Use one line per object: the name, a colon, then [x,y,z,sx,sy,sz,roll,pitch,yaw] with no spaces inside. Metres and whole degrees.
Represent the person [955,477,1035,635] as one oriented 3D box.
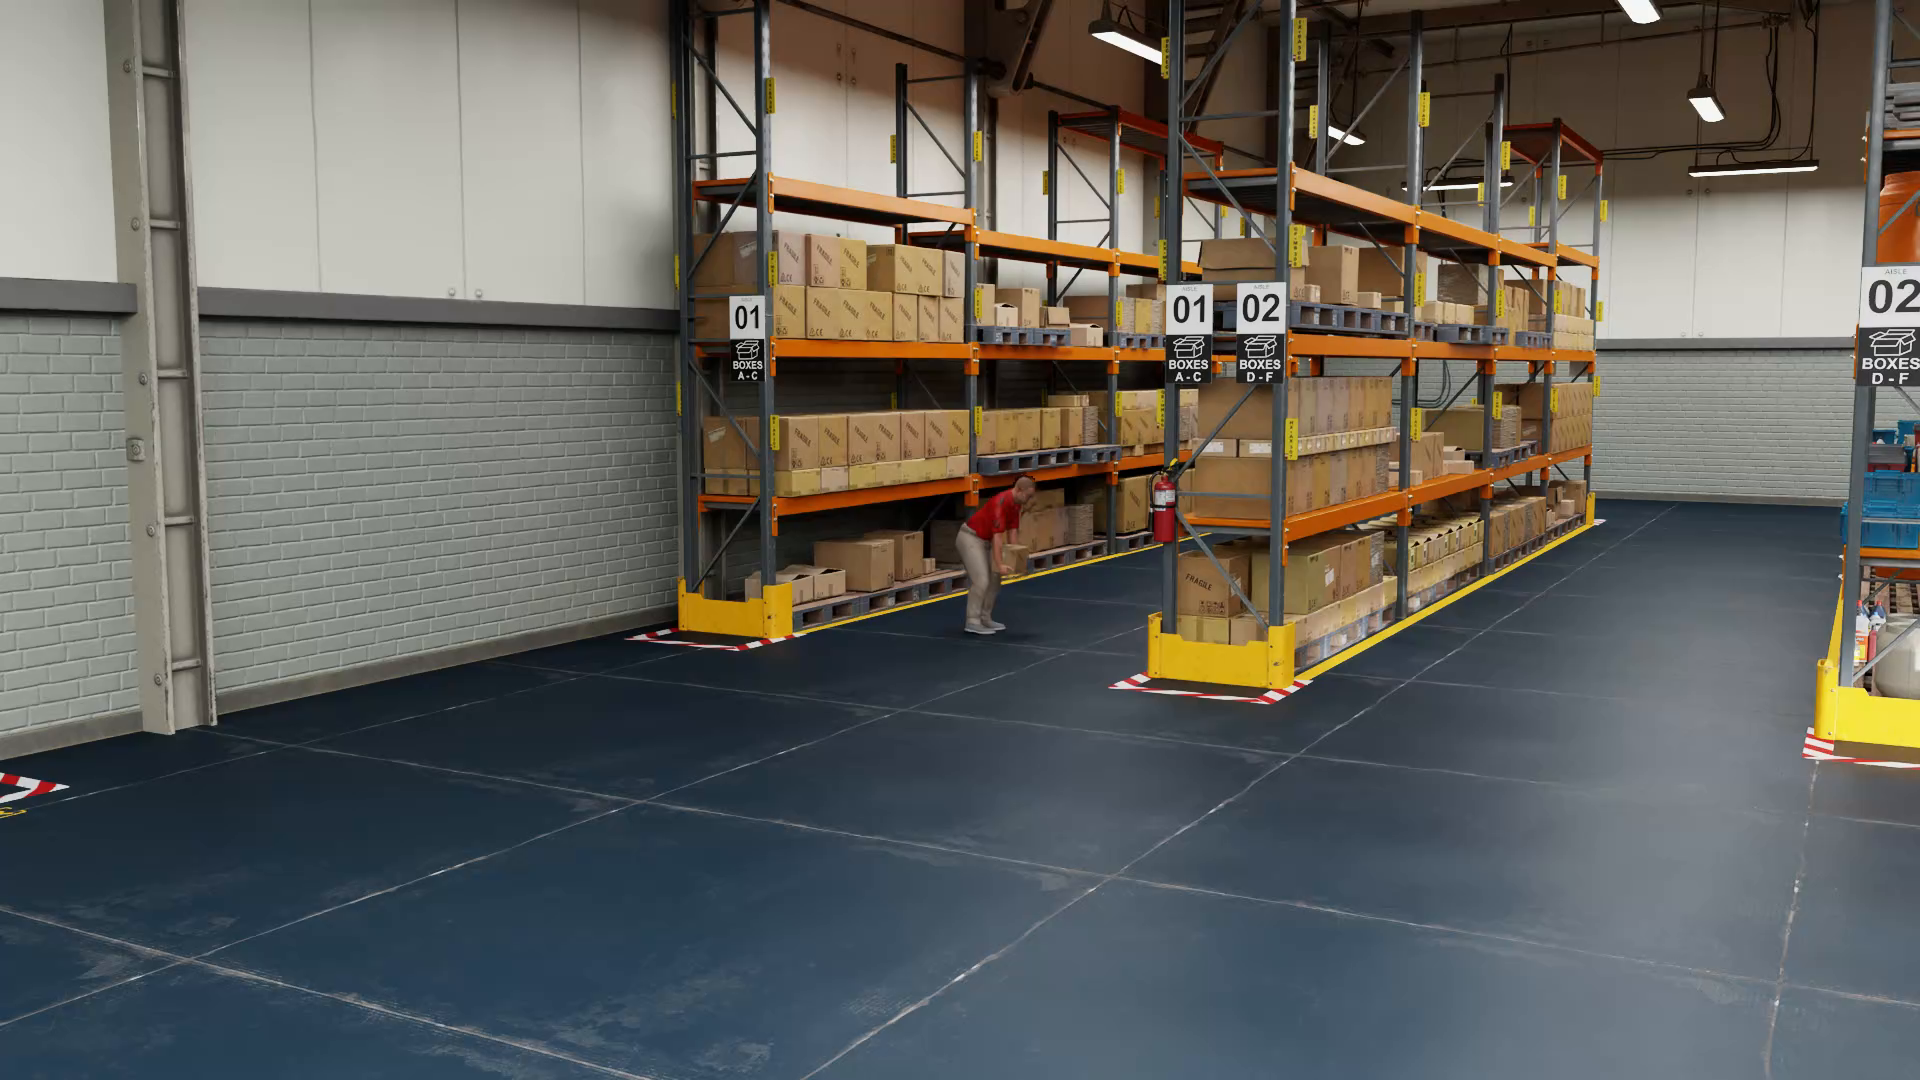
person: [0.370,0.143,15.923,0.741,1.510,0.465,3,7,27]
